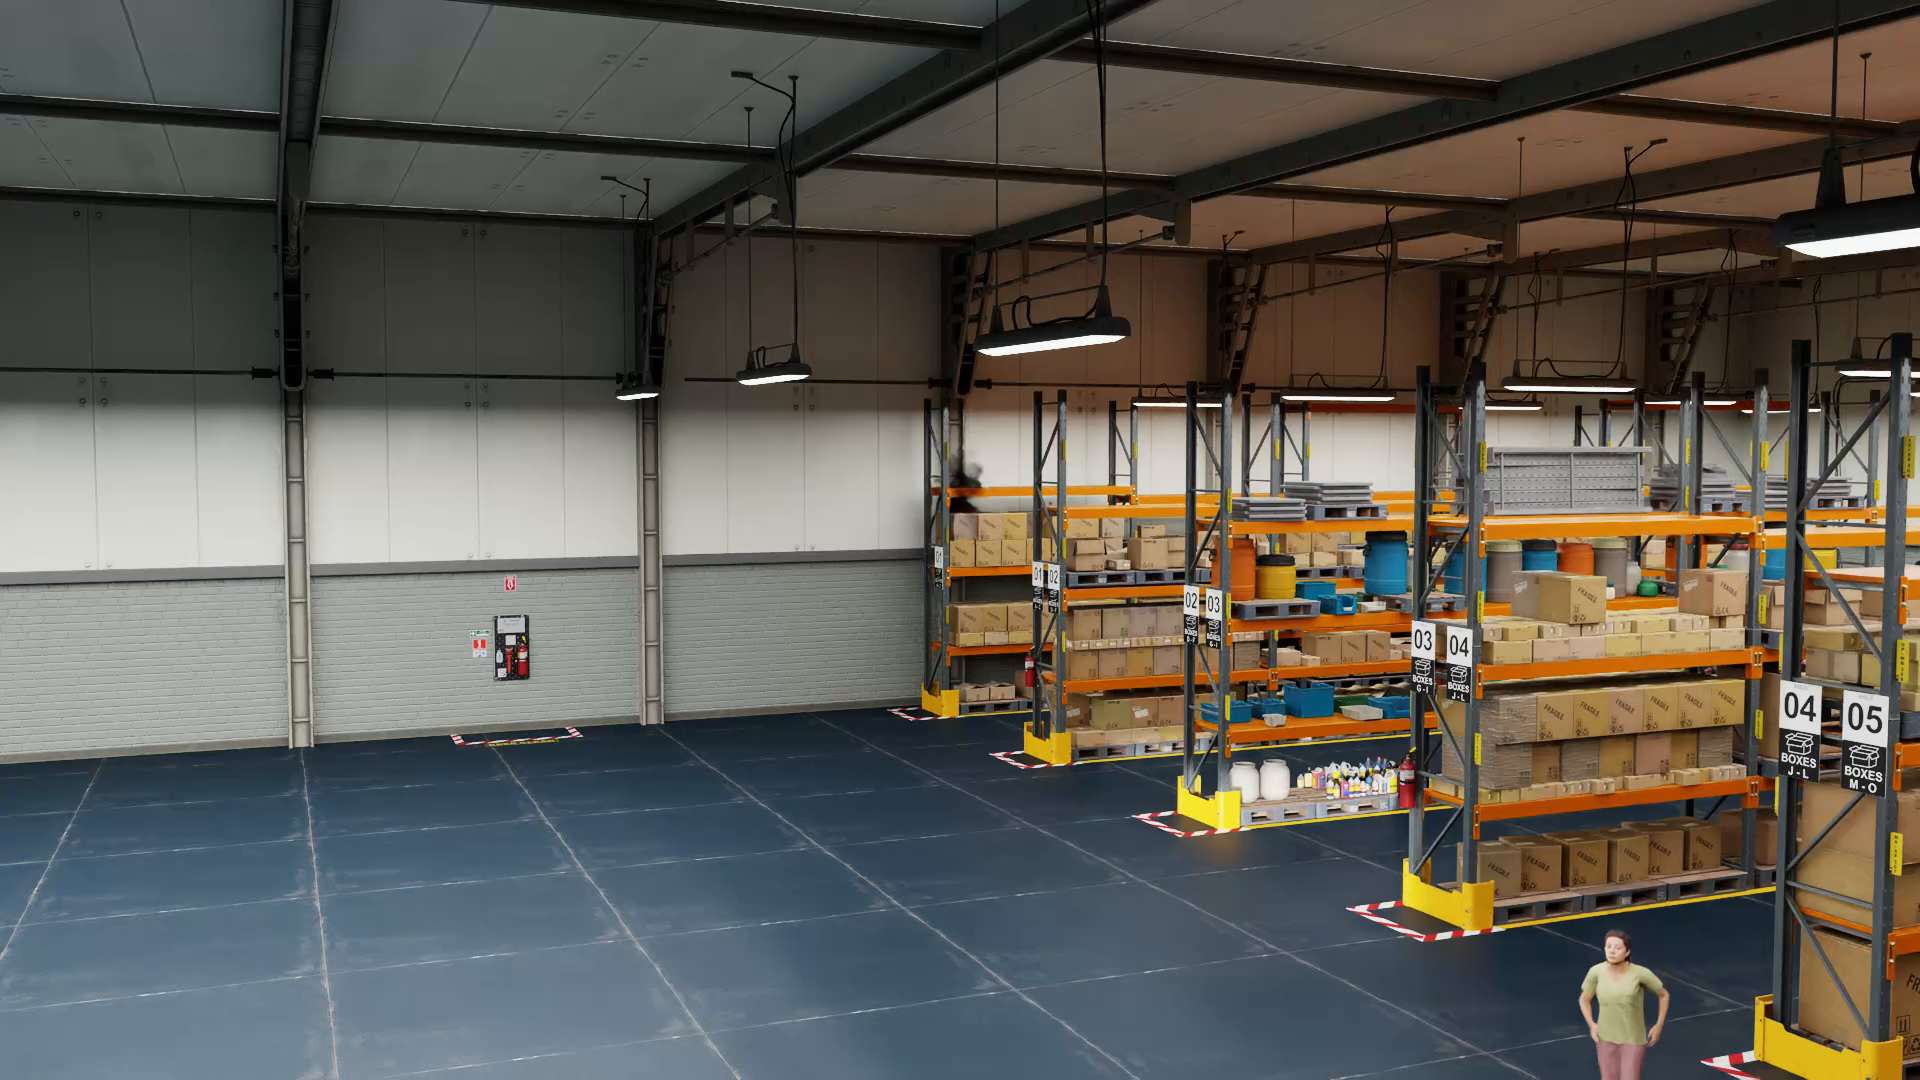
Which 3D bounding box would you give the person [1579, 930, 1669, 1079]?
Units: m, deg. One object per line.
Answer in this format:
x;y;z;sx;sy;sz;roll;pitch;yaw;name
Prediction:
4.821;3.643;12.122;0.596;1.630;0.612;2;4;33;person
